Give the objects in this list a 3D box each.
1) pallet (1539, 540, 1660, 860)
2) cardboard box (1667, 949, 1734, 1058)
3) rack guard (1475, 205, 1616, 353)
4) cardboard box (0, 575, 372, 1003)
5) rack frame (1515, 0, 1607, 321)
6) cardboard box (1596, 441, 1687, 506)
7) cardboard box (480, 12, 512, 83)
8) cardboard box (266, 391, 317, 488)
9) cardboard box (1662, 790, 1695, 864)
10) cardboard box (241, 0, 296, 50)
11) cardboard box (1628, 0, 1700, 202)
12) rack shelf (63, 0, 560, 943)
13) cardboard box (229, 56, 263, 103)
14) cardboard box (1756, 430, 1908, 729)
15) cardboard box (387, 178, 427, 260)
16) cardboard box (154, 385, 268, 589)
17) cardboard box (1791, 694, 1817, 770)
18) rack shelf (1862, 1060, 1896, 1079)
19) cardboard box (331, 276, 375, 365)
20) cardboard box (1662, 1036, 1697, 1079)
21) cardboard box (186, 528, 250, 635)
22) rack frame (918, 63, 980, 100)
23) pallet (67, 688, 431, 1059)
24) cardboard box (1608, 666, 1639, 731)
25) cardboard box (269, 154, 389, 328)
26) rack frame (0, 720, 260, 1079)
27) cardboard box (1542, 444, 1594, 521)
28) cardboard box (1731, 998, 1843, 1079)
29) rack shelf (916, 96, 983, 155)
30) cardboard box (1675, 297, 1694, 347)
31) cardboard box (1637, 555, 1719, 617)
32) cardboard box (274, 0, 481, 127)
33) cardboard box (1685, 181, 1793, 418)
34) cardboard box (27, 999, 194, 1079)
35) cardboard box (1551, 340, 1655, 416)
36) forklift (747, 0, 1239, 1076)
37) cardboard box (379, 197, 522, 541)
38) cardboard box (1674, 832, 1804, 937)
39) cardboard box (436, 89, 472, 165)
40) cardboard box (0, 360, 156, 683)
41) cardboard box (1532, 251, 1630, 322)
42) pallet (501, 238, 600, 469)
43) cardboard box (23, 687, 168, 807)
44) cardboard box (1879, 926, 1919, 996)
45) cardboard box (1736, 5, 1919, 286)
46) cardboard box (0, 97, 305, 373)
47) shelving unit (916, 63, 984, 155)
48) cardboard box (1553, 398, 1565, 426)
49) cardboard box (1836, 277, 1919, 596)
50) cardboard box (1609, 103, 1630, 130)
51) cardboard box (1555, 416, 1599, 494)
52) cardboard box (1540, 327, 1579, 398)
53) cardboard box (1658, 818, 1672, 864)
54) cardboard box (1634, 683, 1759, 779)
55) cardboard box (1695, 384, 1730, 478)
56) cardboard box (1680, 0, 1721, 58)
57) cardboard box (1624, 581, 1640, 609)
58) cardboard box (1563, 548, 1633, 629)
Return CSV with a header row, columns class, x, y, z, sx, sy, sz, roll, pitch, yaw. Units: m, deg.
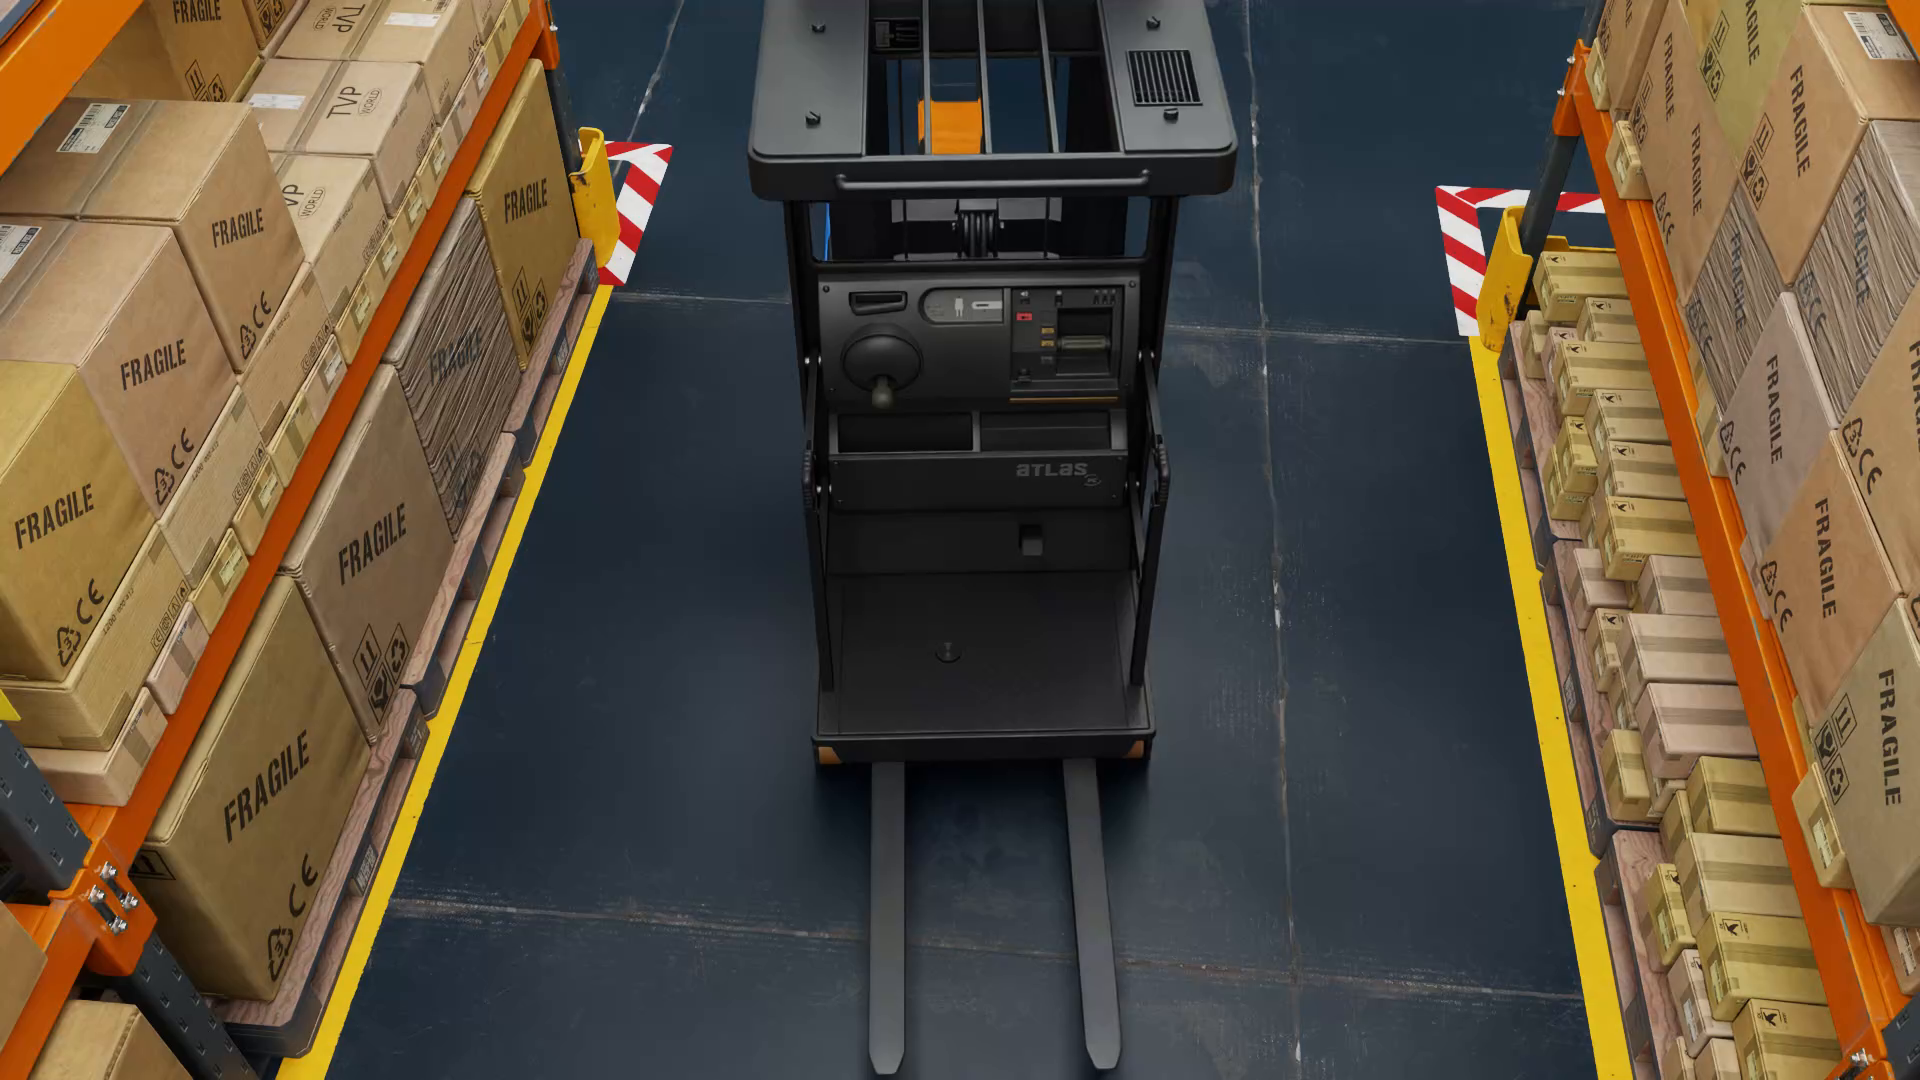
class,x,y,z,sx,sy,sz,roll,pitch,yaw
pallet,2.569,0.541,5.612,1.003,0.211,1.213,4,48,4
cardboard box,2.159,1.262,4.508,0.380,0.149,0.250,2,48,2
rack guard,2.792,-1.045,6.867,1.175,0.500,0.348,4,48,4
cardboard box,-2.355,0.683,4.748,0.875,0.875,0.875,4,48,4
rack frame,2.799,-1.944,5.996,1.000,3.000,0.127,4,48,4
cardboard box,2.383,-0.184,5.630,0.380,0.149,0.250,6,48,5
cardboard box,-1.857,-1.793,6.027,0.380,0.149,0.250,4,48,4
cardboard box,-2.044,-0.291,4.654,0.380,0.149,0.250,3,48,3
cardboard box,2.287,0.887,4.852,0.380,0.149,0.250,4,48,4
cardboard box,-2.489,-1.953,5.396,0.500,0.500,0.500,3,48,3
cardboard box,2.460,-1.372,5.203,0.500,0.500,0.500,4,48,4
rack shelf,-2.313,-0.640,5.290,1.077,0.370,4.000,4,48,4
cardboard box,-2.534,-1.316,5.321,0.500,0.250,0.500,2,48,2
cardboard box,2.246,0.105,3.852,0.500,0.500,0.500,3,48,2
cardboard box,-1.950,-1.042,5.341,0.380,0.149,0.250,4,48,4
cardboard box,-2.141,-0.155,4.259,0.500,0.250,0.500,4,48,3
cardboard box,2.227,0.465,3.962,0.380,0.149,0.250,6,48,5
rack shelf,2.253,2.707,2.229,1.077,0.370,4.000,4,48,4
cardboard box,-1.997,-0.669,4.999,0.380,0.149,0.250,3,48,2
cardboard box,2.131,1.504,4.489,0.380,0.149,0.250,4,48,4
cardboard box,-2.090,0.090,4.305,0.380,0.149,0.250,5,48,5
rack frame,-0.040,-1.387,6.706,0.240,1.200,0.015,-1,48,-1
pallet,-2.348,0.975,5.216,1.003,0.211,1.213,4,48,4
cardboard box,2.316,0.556,5.356,0.380,0.149,0.250,5,48,4
cardboard box,-2.047,-0.898,4.939,0.500,0.250,0.500,4,48,4
rack frame,-2.492,0.587,3.680,0.949,2.616,0.053,4,48,4
cardboard box,2.342,-0.199,6.047,0.380,0.149,0.250,4,48,4
cardboard box,2.208,1.336,4.240,0.380,0.149,0.250,5,48,5
rack shelf,-0.034,-1.472,6.251,0.258,0.148,0.480,-1,48,-1
cardboard box,2.397,-0.683,5.012,0.380,0.149,0.250,3,48,3
cardboard box,2.385,0.197,5.281,0.380,0.149,0.250,4,48,4
cardboard box,-1.958,-1.655,5.631,0.500,0.250,0.500,3,48,3
cardboard box,2.362,-0.638,4.532,0.500,0.500,0.500,3,48,3
cardboard box,-2.534,1.634,3.878,1.225,0.875,0.875,4,48,4
cardboard box,2.357,-0.575,5.988,0.380,0.149,0.250,4,48,3
forklift,0.064,-0.484,4.706,1.130,2.935,3.031,-1,48,-1
cardboard box,-2.192,-0.633,5.951,0.875,0.875,0.875,4,48,4
cardboard box,2.207,0.962,4.582,0.380,0.149,0.250,3,48,3
cardboard box,-1.905,-1.424,5.690,0.380,0.149,0.250,5,48,4
cardboard box,-2.197,-0.051,3.655,0.500,0.500,0.500,4,48,4
cardboard box,2.413,-0.963,6.342,0.380,0.149,0.250,2,48,2
pallet,-2.126,-0.818,6.855,1.003,0.211,1.213,4,48,4
cardboard box,-2.137,0.477,3.951,0.380,0.149,0.250,4,48,4
cardboard box,2.228,0.854,3.606,0.380,0.149,0.250,3,48,3
cardboard box,2.342,-0.977,4.164,0.500,0.500,0.500,3,48,2
cardboard box,-2.102,-0.795,4.336,0.500,0.500,0.500,3,48,2
shelving unit,-0.034,-1.207,6.541,0.258,1.200,0.503,-1,48,-1
cardboard box,2.491,-0.563,6.379,0.380,0.149,0.250,4,48,3
cardboard box,2.250,-0.221,3.472,0.500,0.500,0.500,3,48,2
cardboard box,2.461,-1.454,5.717,0.380,0.149,0.250,5,48,5
cardboard box,2.349,-0.292,5.930,0.380,0.149,0.250,5,48,5
cardboard box,2.415,-0.659,6.266,0.380,0.149,0.250,4,48,3
cardboard box,2.343,0.935,5.009,0.380,0.149,0.250,3,48,3
cardboard box,2.241,0.571,4.939,0.380,0.149,0.250,2,48,2
cardboard box,2.299,-0.300,4.662,0.380,0.149,0.250,5,48,4
cardboard box,2.454,-1.733,4.855,0.500,0.500,0.500,5,48,5
cardboard box,2.436,0.111,5.561,0.380,0.149,0.250,6,48,6
cardboard box,2.305,0.172,5.707,0.380,0.149,0.250,2,48,2
